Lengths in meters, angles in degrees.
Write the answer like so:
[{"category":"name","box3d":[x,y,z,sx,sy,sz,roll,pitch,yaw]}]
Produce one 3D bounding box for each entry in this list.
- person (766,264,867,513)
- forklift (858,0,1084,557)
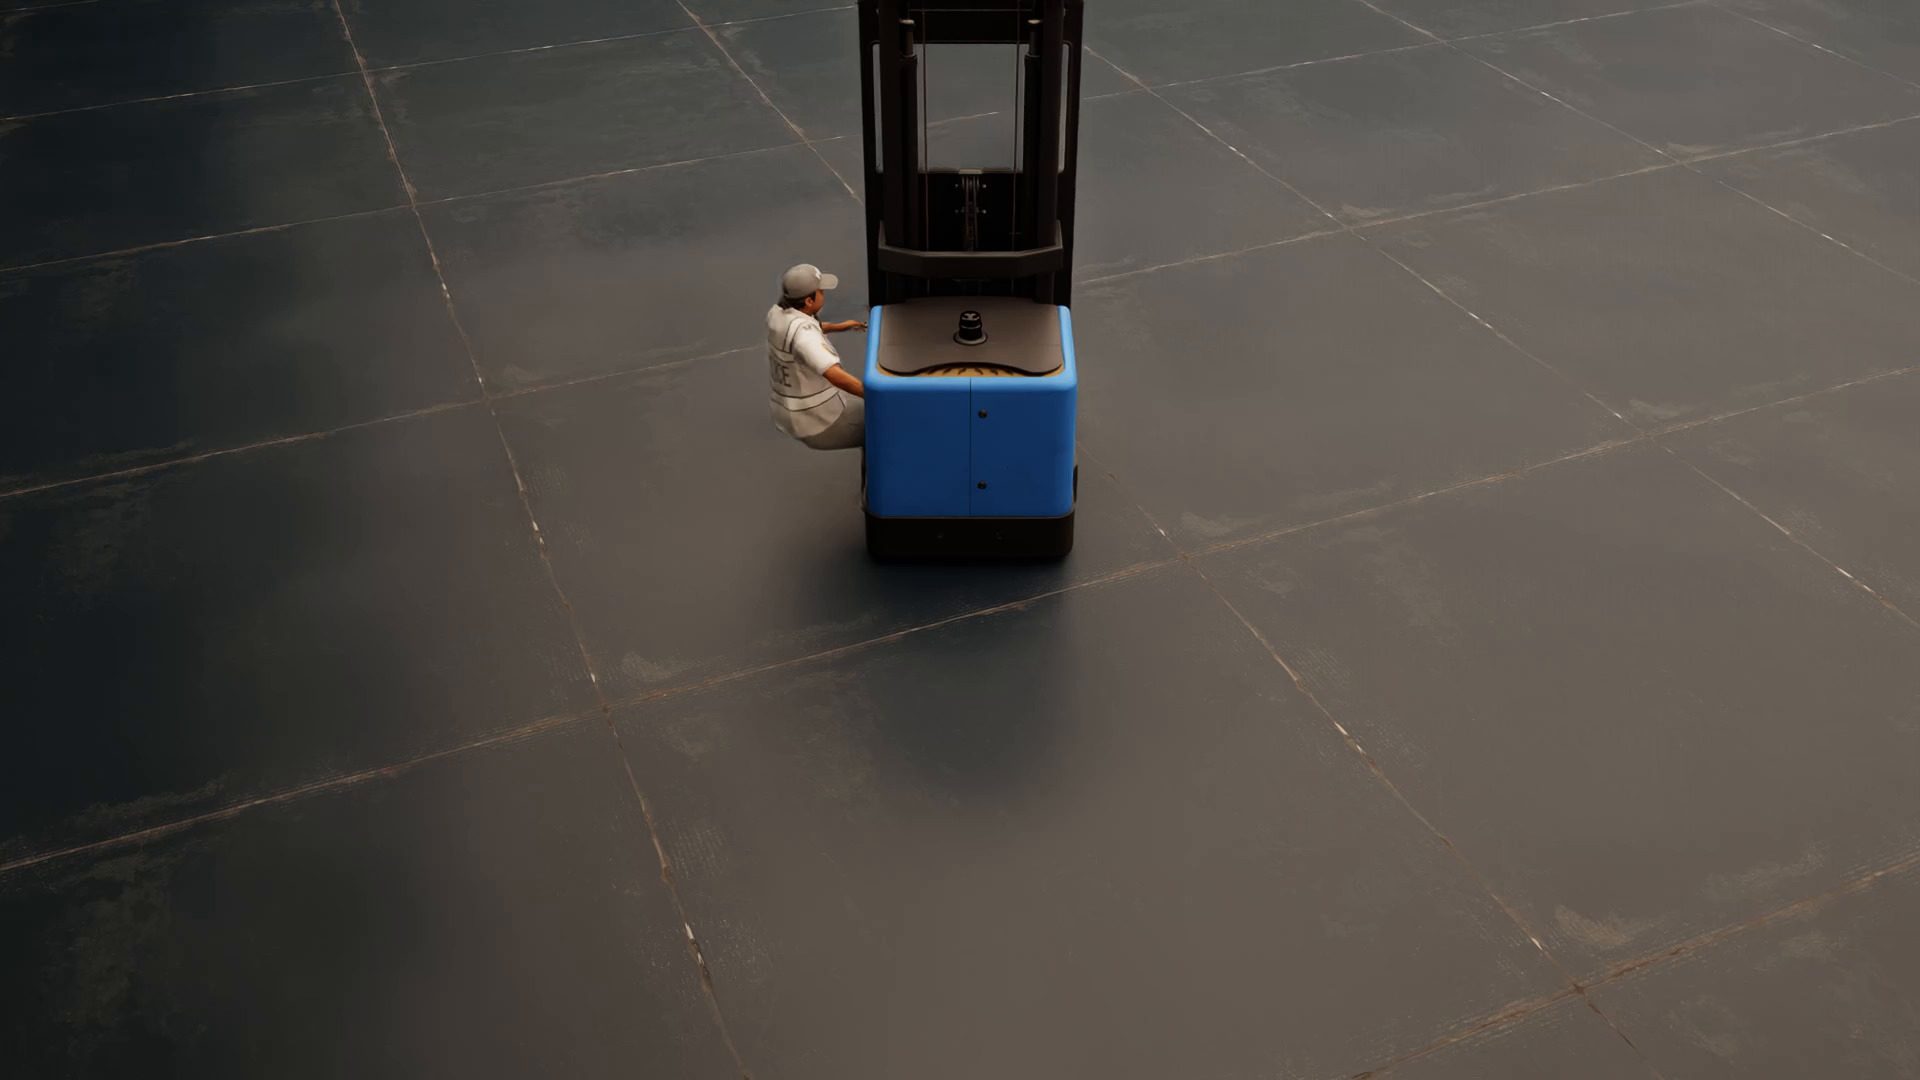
[{"category":"person","box3d":[-0.566,-0.775,8.497,0.831,1.442,0.816,-22,41,-28]},{"category":"forklift","box3d":[0.053,-1.928,8.809,1.130,2.935,3.031,0,35,0]}]
